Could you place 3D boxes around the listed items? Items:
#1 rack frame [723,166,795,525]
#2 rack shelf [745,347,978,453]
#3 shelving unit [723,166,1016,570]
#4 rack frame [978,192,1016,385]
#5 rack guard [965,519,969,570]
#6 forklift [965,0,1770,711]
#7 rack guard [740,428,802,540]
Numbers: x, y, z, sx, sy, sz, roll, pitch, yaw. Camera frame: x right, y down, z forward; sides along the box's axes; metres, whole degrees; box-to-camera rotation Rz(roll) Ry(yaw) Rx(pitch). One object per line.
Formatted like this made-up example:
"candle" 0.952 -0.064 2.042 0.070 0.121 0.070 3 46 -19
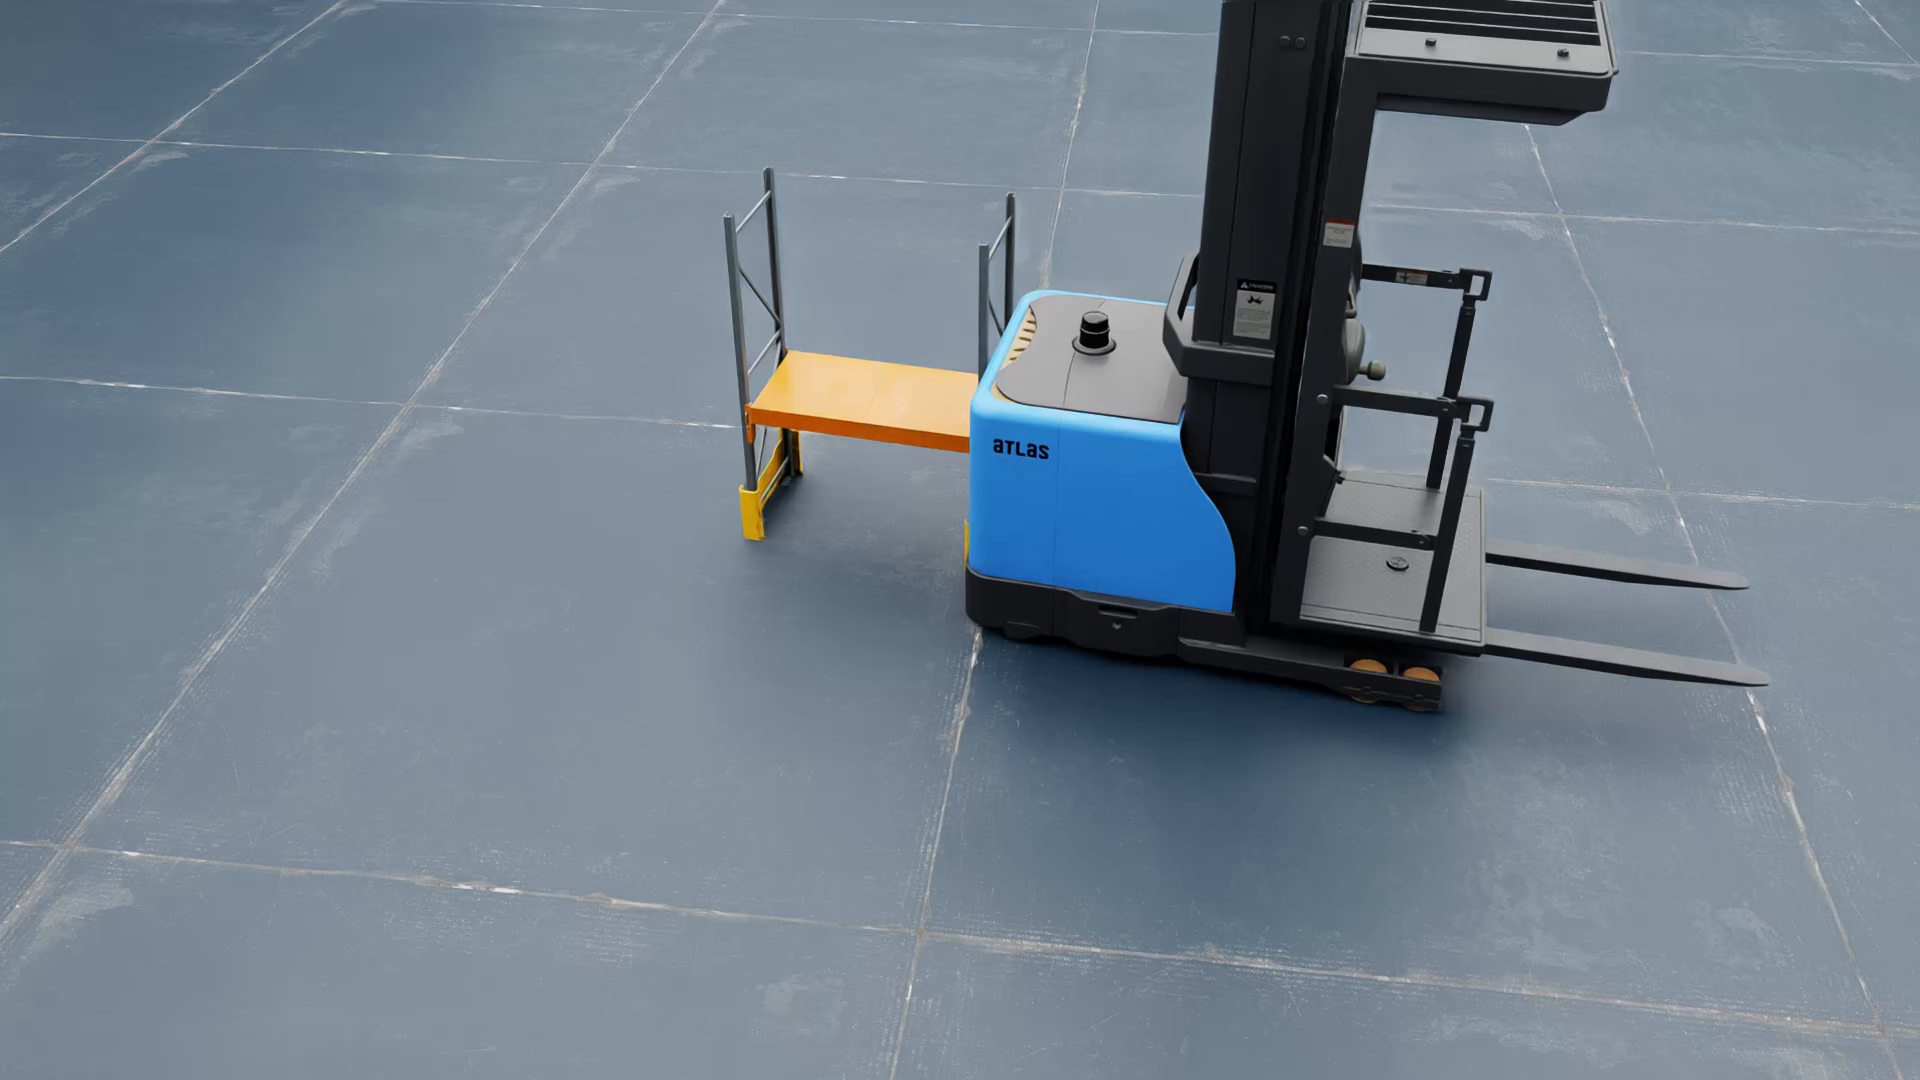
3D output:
"rack frame" -0.839 -0.778 7.048 0.032 1.500 0.500 8 36 12
"rack shelf" -0.346 -0.558 7.051 1.000 0.185 0.538 8 36 12
"shelving unit" -0.355 -0.706 6.948 1.083 1.500 0.587 8 36 12
"rack frame" 0.146 -0.632 6.844 0.032 1.500 0.500 8 36 12
"rack guard" 0.128 -0.126 7.211 0.087 0.250 0.587 8 36 12
"forklift" 1.596 -0.884 5.966 3.031 2.935 1.130 8 36 12
"rack guard" -0.838 -0.269 7.411 0.087 0.250 0.587 8 36 12
